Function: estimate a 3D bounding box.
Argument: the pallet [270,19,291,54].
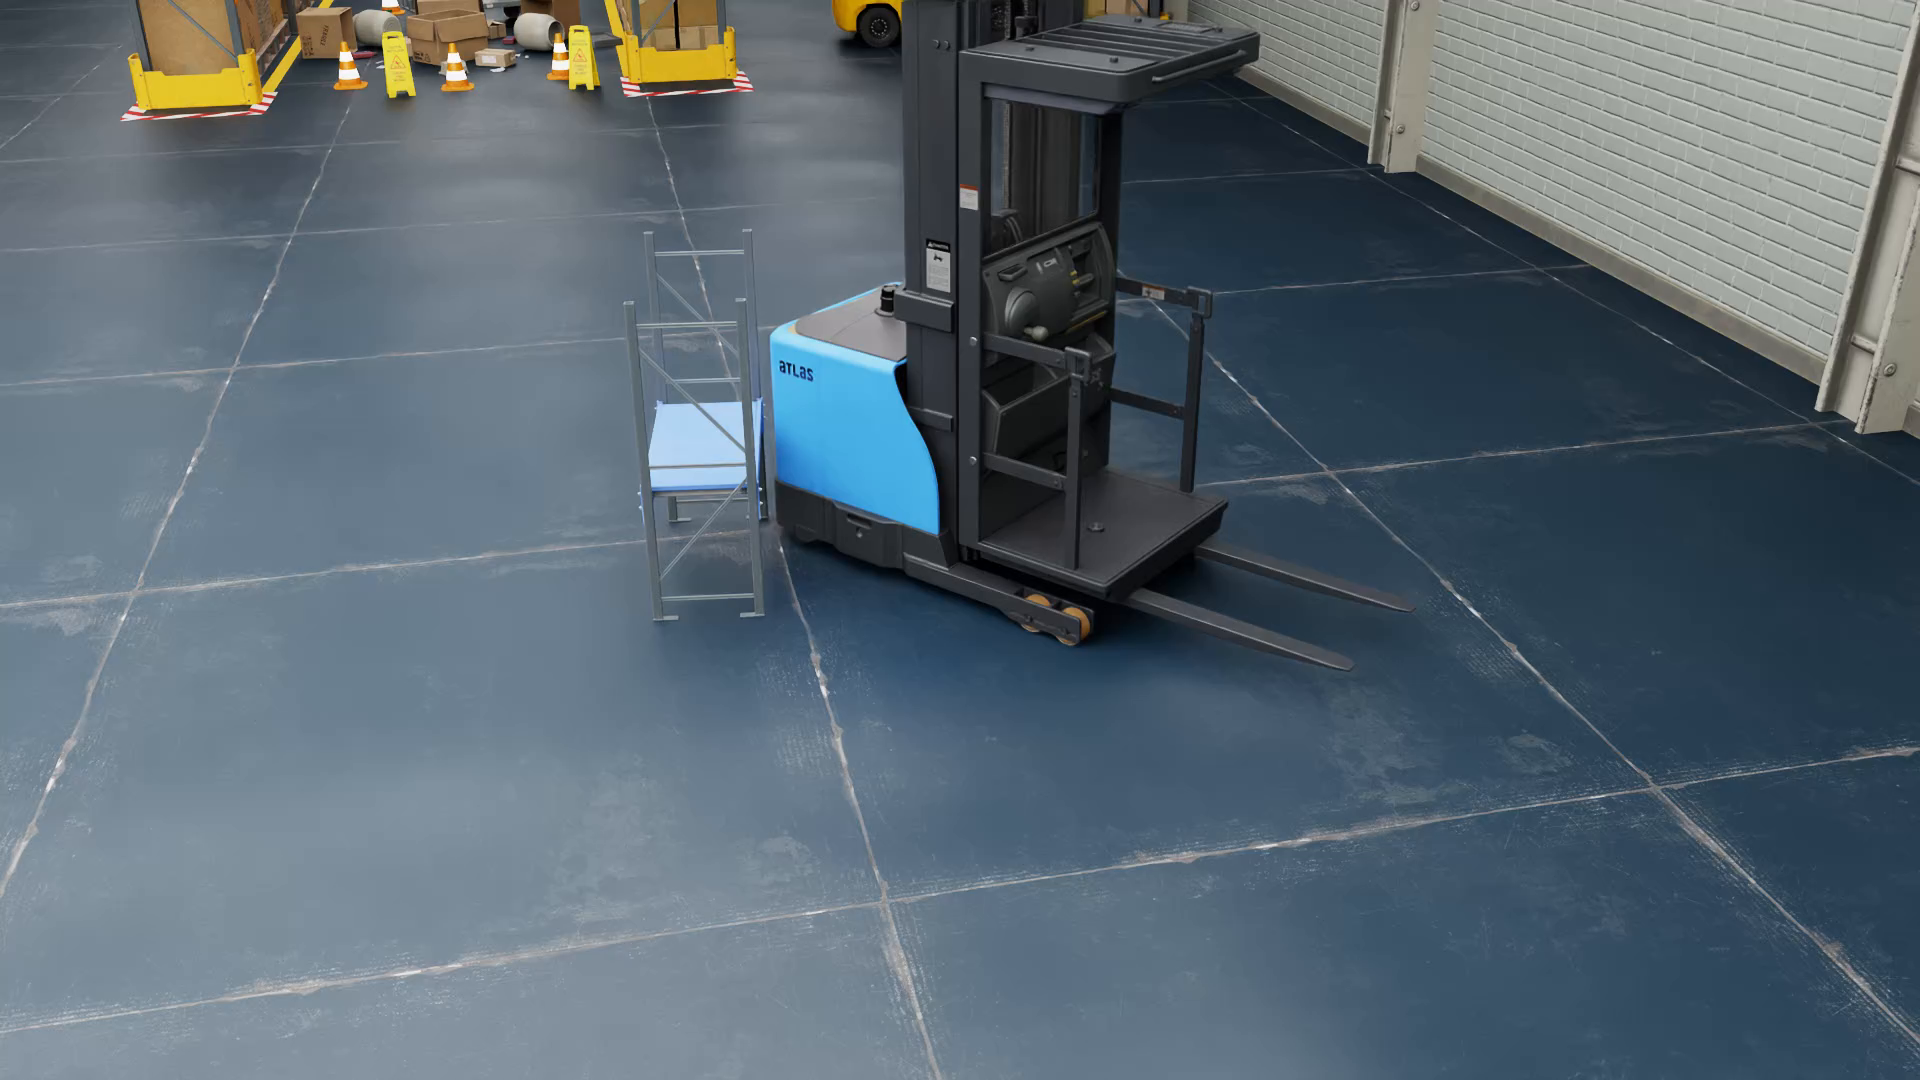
[{"bbox_3d":[-8.648,-6.031,19.964,1.003,0.211,1.213,-6,27,-12],"label":"pallet"}]

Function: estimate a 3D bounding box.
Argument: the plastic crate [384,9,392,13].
[{"bbox_3d":[-7.427,-6.445,20.746,0.450,0.188,0.662,-2,25,20],"label":"plastic crate"}]

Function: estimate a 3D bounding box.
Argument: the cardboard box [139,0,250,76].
[{"bbox_3d":[-8.058,-5.391,17.495,0.875,0.875,0.875,-6,27,-11],"label":"cardboard box"}]

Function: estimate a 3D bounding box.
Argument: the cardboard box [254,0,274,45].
[{"bbox_3d":[-8.462,-6.178,19.053,0.875,0.875,0.875,-6,27,-11],"label":"cardboard box"}]

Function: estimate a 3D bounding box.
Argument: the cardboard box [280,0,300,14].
[{"bbox_3d":[-8.970,-7.064,20.947,1.050,0.750,0.750,-6,27,-12],"label":"cardboard box"}]

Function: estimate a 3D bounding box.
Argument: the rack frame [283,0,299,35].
[{"bbox_3d":[-8.743,-7.617,20.013,1.000,3.000,0.127,-6,27,-12],"label":"rack frame"}]

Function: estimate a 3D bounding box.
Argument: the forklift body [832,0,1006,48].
[{"bbox_3d":[-0.411,-7.182,20.093,2.313,2.155,1.214,-6,27,-12],"label":"forklift body"}]

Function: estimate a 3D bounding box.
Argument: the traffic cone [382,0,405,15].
[{"bbox_3d":[-7.574,-7.227,22.055,0.336,0.463,0.334,-6,27,-12],"label":"traffic cone"}]

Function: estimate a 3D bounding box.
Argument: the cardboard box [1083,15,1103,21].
[{"bbox_3d":[1.380,-6.048,19.490,0.500,0.250,0.500,-6,27,-11],"label":"cardboard box"}]

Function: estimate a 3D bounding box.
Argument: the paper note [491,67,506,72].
[{"bbox_3d":[-5.194,-5.296,18.708,0.148,0.019,0.142,-16,31,-29],"label":"paper note"}]

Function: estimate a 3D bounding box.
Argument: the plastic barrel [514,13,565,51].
[{"bbox_3d":[-4.982,-6.011,19.690,0.512,0.421,0.421,13,30,24],"label":"plastic barrel"}]

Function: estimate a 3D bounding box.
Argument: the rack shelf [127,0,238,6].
[{"bbox_3d":[-8.292,-6.418,18.436,1.077,0.370,4.000,-6,27,-12],"label":"rack shelf"}]

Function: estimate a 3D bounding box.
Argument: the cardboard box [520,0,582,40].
[{"bbox_3d":[-5.027,-6.441,20.454,0.500,0.500,0.500,13,30,24],"label":"cardboard box"}]

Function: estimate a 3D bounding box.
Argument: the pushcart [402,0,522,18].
[{"bbox_3d":[-6.153,-6.740,21.185,1.648,0.377,0.936,-16,31,-29],"label":"pushcart"}]

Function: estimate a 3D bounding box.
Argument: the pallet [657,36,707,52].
[{"bbox_3d":[-3.207,-5.557,19.026,1.003,0.211,1.213,-6,27,-12],"label":"pallet"}]

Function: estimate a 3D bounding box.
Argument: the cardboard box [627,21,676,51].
[{"bbox_3d":[-3.491,-5.707,18.813,0.500,0.250,0.500,-6,27,-12],"label":"cardboard box"}]

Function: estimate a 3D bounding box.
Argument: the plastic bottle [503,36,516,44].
[{"bbox_3d":[-5.479,-6.096,20.259,0.133,0.061,0.283,-1,27,-3],"label":"plastic bottle"}]

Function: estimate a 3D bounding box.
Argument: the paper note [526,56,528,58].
[{"bbox_3d":[-5.061,-5.650,19.432,0.032,0.001,0.123,-6,27,-12],"label":"paper note"}]

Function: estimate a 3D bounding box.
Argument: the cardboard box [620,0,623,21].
[{"bbox_3d":[-3.942,-6.605,20.592,0.500,0.250,0.500,-4,27,-9],"label":"cardboard box"}]

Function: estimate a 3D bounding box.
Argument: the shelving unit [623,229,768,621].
[{"bbox_3d":[-1.182,-0.546,7.667,0.538,1.500,1.048,-2,27,-4],"label":"shelving unit"}]

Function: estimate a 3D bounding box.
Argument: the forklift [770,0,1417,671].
[{"bbox_3d":[0.568,-1.114,7.205,3.031,2.935,1.130,19,32,33],"label":"forklift"}]

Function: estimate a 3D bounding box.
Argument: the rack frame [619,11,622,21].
[{"bbox_3d":[-3.943,-8.165,21.097,1.000,3.000,0.127,-6,27,-12],"label":"rack frame"}]

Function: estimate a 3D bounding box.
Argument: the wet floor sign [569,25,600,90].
[{"bbox_3d":[-4.041,-5.165,17.768,0.267,0.644,0.232,3,27,6],"label":"wet floor sign"}]

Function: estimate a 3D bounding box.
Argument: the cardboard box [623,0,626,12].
[{"bbox_3d":[-3.704,-6.479,19.512,0.500,0.500,0.500,-7,28,-13],"label":"cardboard box"}]

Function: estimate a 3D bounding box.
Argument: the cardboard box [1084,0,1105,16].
[{"bbox_3d":[1.380,-6.279,19.392,0.500,0.250,0.500,-6,27,-12],"label":"cardboard box"}]

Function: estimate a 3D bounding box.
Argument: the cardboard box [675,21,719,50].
[{"bbox_3d":[-2.954,-5.751,18.900,0.500,0.250,0.500,-6,27,-12],"label":"cardboard box"}]

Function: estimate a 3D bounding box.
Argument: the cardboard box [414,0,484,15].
[{"bbox_3d":[-6.123,-6.278,19.980,0.797,0.637,0.503,-6,27,-12],"label":"cardboard box"}]

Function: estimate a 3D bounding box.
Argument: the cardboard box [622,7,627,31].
[{"bbox_3d":[-3.718,-6.153,19.698,0.500,0.250,0.500,-7,28,-13],"label":"cardboard box"}]

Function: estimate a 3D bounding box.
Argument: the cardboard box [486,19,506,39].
[{"bbox_3d":[-5.850,-6.368,20.573,0.396,0.266,0.258,19,32,32],"label":"cardboard box"}]

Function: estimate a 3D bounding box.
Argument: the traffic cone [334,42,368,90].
[{"bbox_3d":[-6.577,-5.106,17.853,0.336,0.463,0.334,-6,27,-12],"label":"traffic cone"}]

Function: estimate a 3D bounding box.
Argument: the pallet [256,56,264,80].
[{"bbox_3d":[-8.098,-4.960,17.842,1.003,0.211,1.213,-6,27,-12],"label":"pallet"}]

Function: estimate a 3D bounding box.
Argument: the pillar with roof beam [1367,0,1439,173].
[{"bbox_3d":[-0.327,-6.918,11.970,9.100,9.000,0.400,-6,27,-12],"label":"pillar with roof beam"}]

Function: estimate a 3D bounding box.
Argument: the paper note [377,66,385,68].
[{"bbox_3d":[-6.531,-5.378,18.873,0.144,0.017,0.142,3,27,6],"label":"paper note"}]

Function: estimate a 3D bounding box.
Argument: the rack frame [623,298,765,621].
[{"bbox_3d":[-1.138,-0.318,7.215,0.500,1.500,0.032,-2,27,-4],"label":"rack frame"}]

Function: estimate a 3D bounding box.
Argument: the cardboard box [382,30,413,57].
[{"bbox_3d":[-6.561,-5.829,19.505,0.396,0.266,0.258,-1,27,-3],"label":"cardboard box"}]

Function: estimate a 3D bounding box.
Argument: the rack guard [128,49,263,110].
[{"bbox_3d":[-7.836,-4.735,17.076,1.175,0.500,0.348,-6,27,-12],"label":"rack guard"}]

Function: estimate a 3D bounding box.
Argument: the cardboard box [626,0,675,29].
[{"bbox_3d":[-3.476,-6.028,18.618,0.500,0.500,0.500,-6,27,-11],"label":"cardboard box"}]

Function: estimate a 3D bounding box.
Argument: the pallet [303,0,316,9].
[{"bbox_3d":[-9.268,-7.240,22.361,1.003,0.211,1.213,-6,27,-12],"label":"pallet"}]

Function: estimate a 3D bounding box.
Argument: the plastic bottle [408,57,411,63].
[{"bbox_3d":[-6.441,-5.544,19.166,0.133,0.061,0.283,-16,31,-29],"label":"plastic bottle"}]
